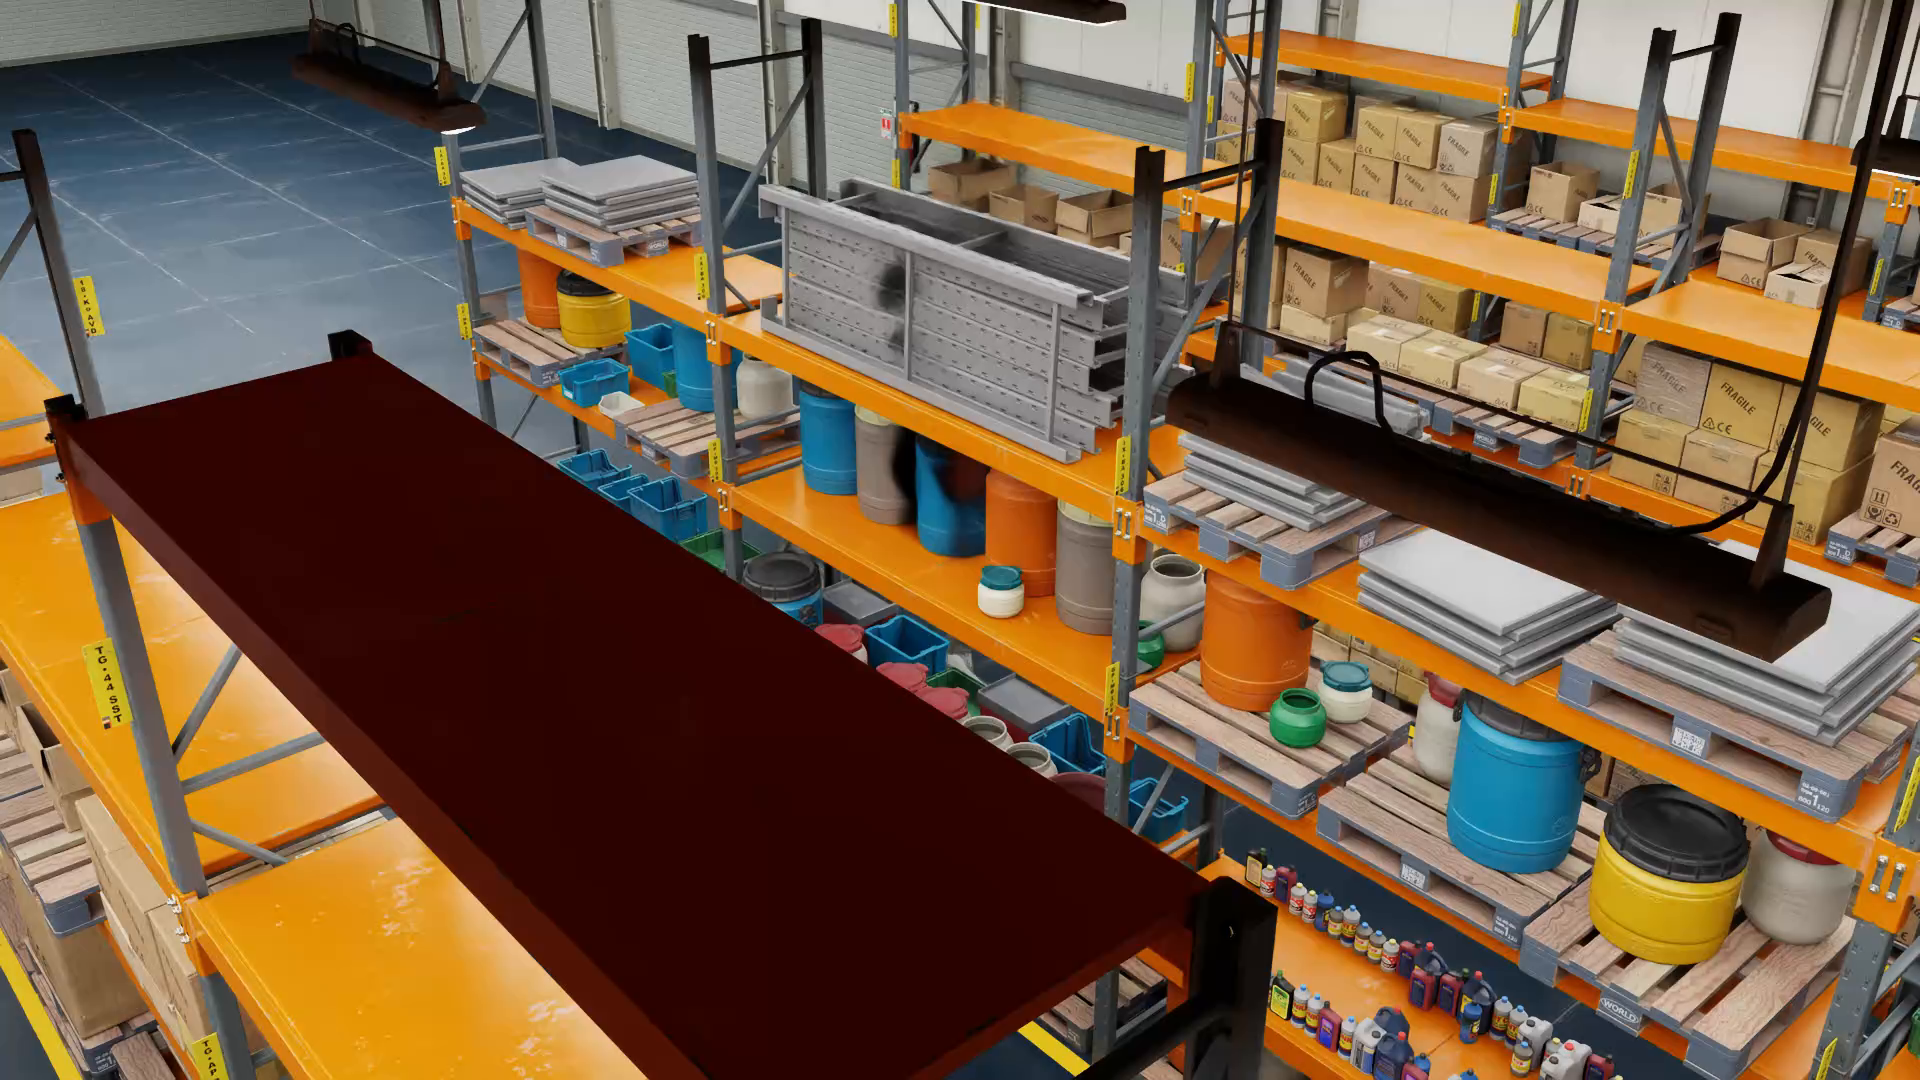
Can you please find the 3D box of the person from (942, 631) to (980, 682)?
[{"bbox_3d":[0.087,0.722,14.355,0.582,1.635,0.565,-21,34,-36],"label":"person"}]

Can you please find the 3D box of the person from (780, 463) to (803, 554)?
[{"bbox_3d":[-1.576,-0.105,15.929,0.732,1.744,0.576,17,32,30],"label":"person"}]
